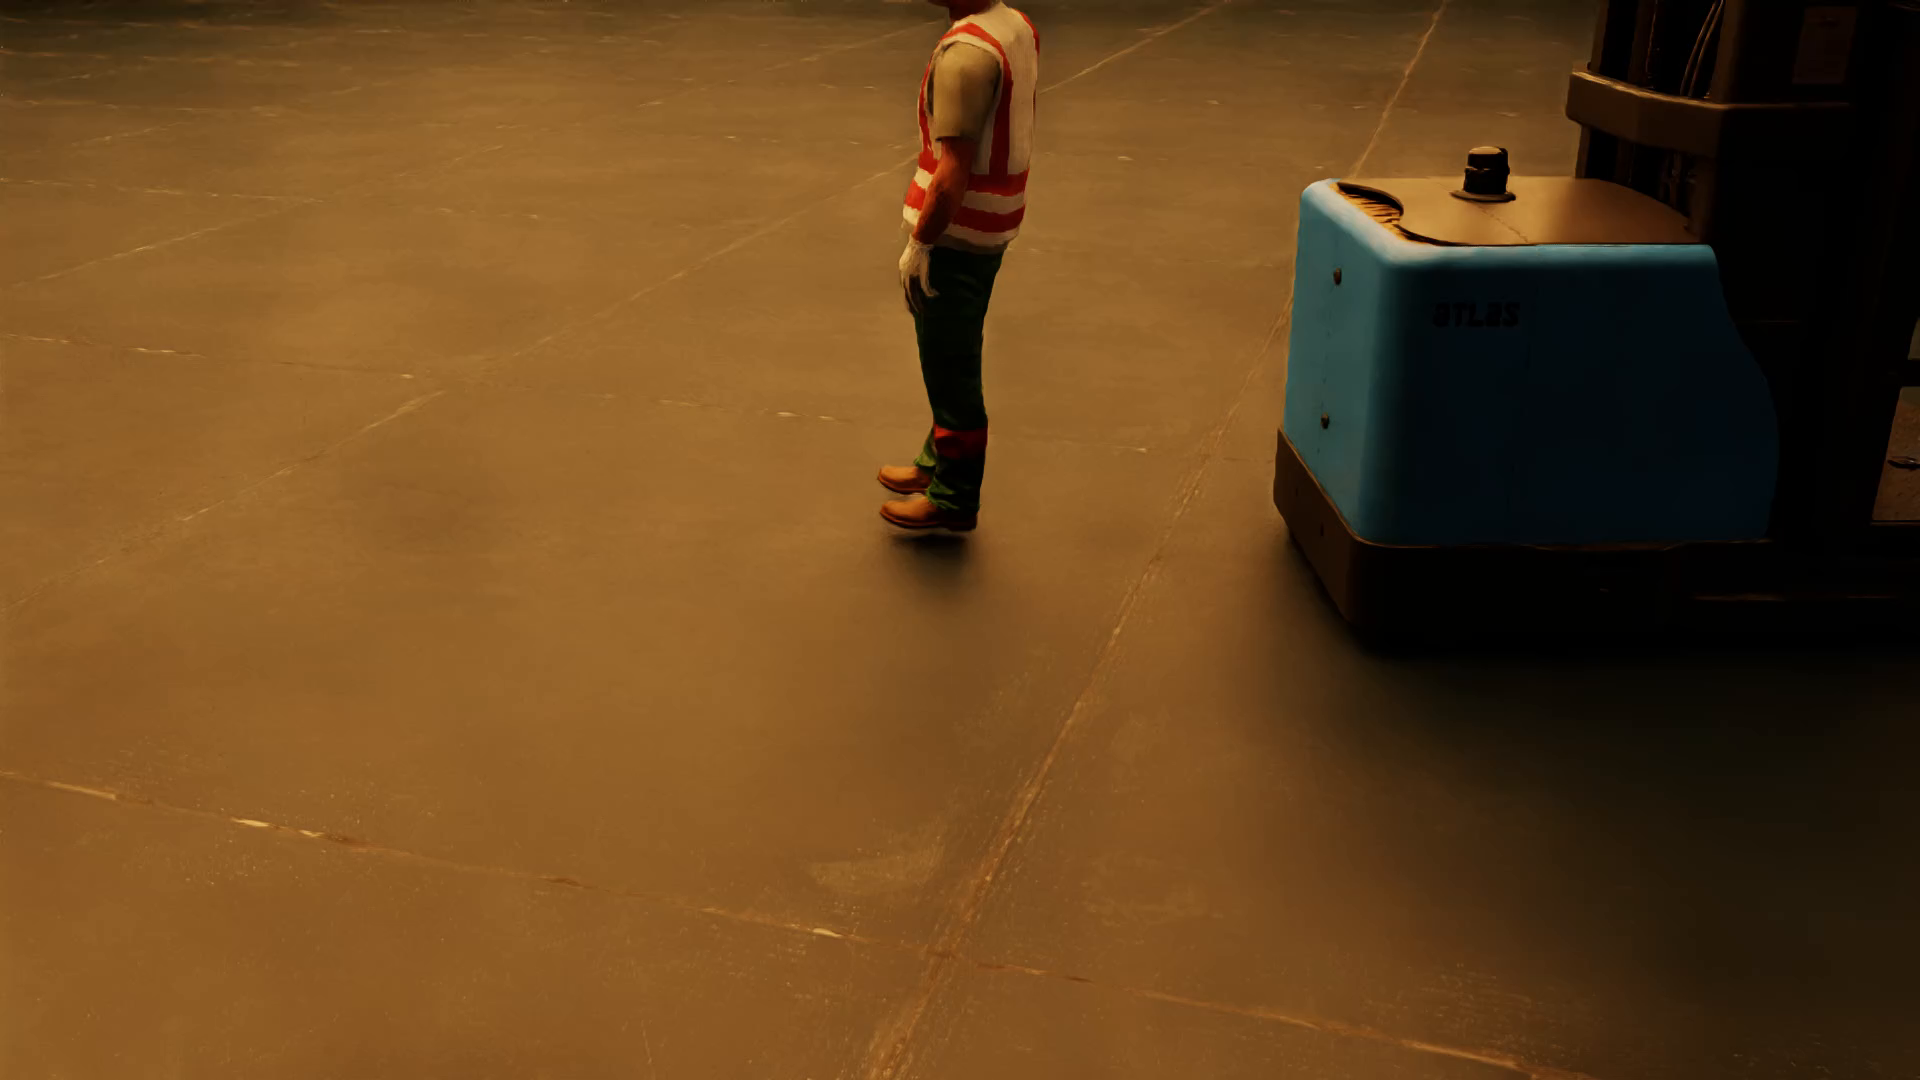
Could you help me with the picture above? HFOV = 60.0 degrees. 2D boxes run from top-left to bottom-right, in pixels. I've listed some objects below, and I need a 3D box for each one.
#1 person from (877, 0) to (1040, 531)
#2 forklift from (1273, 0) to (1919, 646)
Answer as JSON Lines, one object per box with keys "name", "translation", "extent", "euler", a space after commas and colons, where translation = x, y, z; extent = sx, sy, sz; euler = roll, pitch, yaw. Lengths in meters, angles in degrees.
{"name": "person", "translation": [-0.073, -0.883, 4.793], "extent": [0.563, 1.787, 0.637], "euler": [7, 23, 16]}
{"name": "forklift", "translation": [2.516, -1.272, 4.360], "extent": [3.031, 2.935, 1.130], "euler": [-1, 22, -2]}
